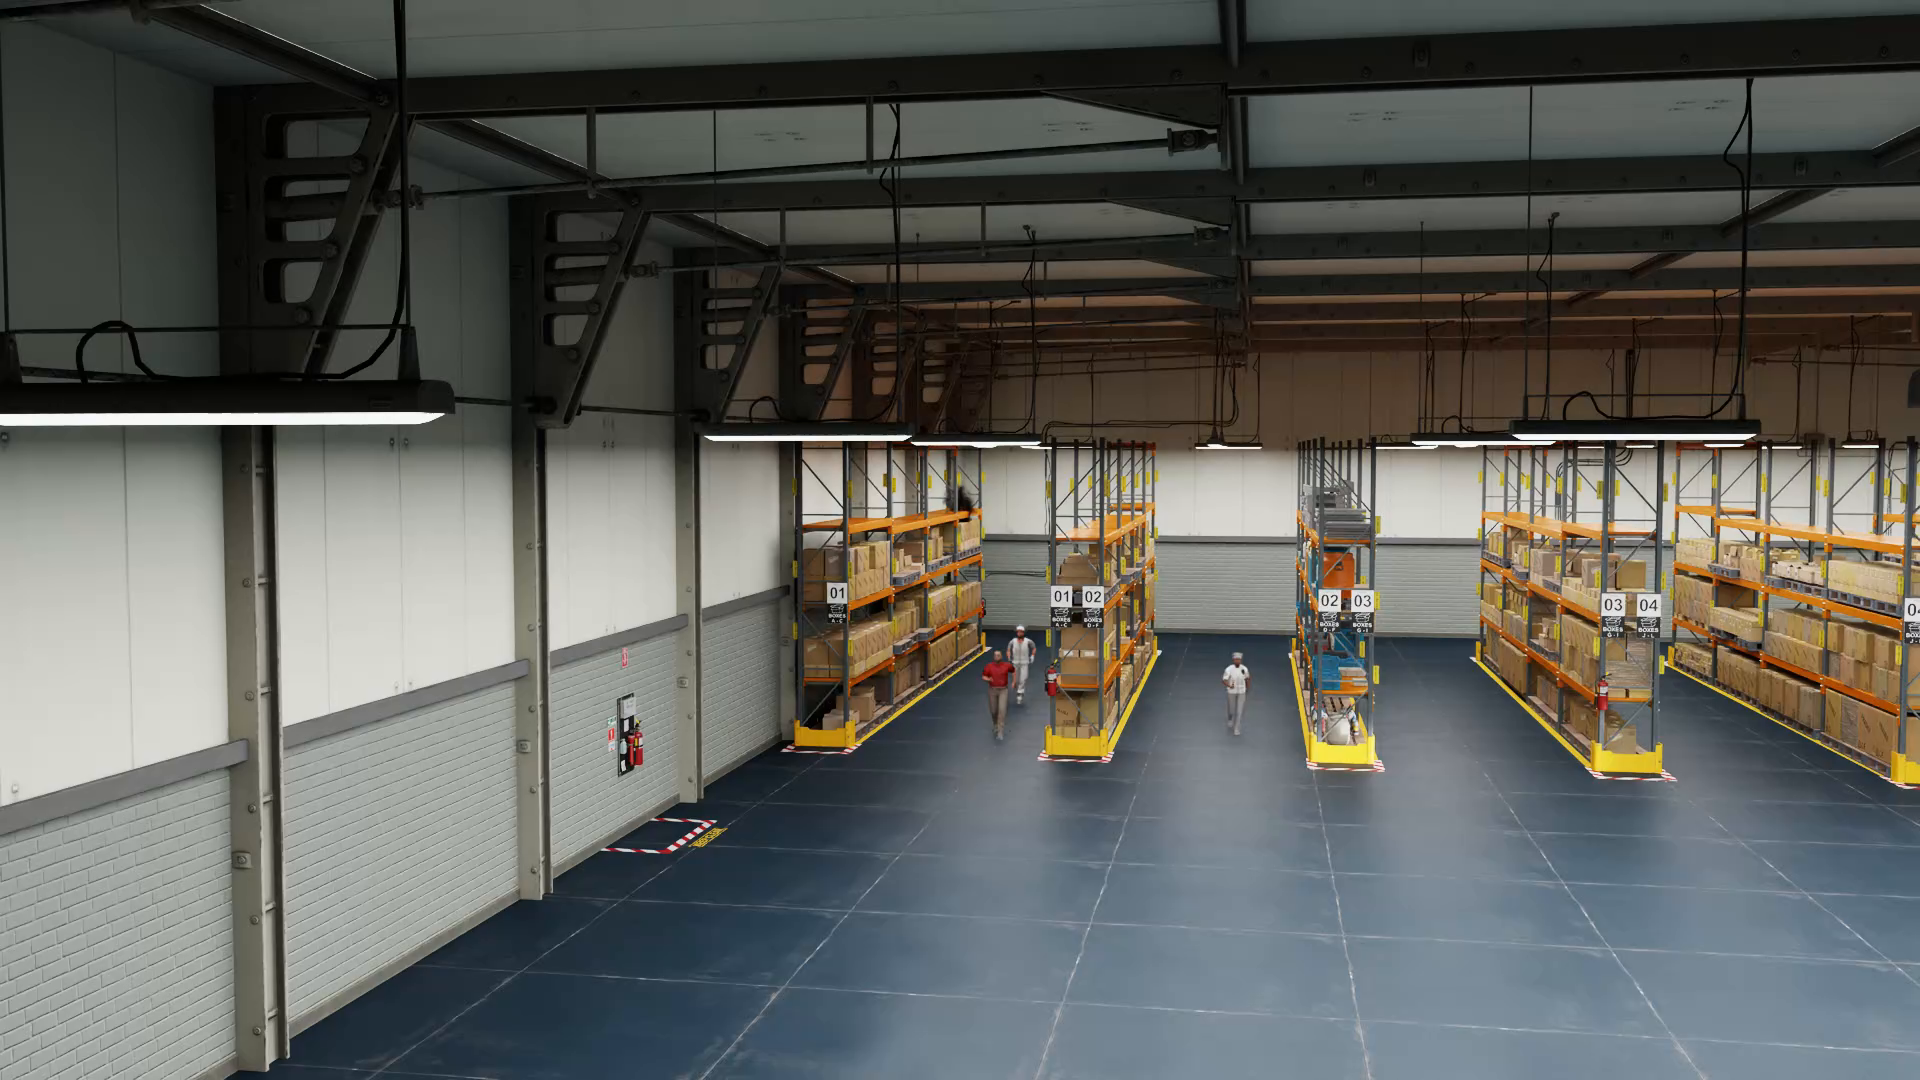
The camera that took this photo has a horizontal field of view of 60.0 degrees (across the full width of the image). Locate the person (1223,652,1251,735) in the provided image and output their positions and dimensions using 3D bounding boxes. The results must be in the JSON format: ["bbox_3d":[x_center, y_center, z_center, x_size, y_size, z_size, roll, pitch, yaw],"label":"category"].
[{"bbox_3d":[5.626,3.101,33.792,0.578,1.664,0.684,0,3,2],"label":"person"}]

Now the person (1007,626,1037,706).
[{"bbox_3d":[1.388,2.846,37.929,0.652,1.770,0.897,0,3,9],"label":"person"}]

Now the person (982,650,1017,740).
[{"bbox_3d":[0.770,3.080,33.409,0.671,1.711,1.036,1,3,10],"label":"person"}]
